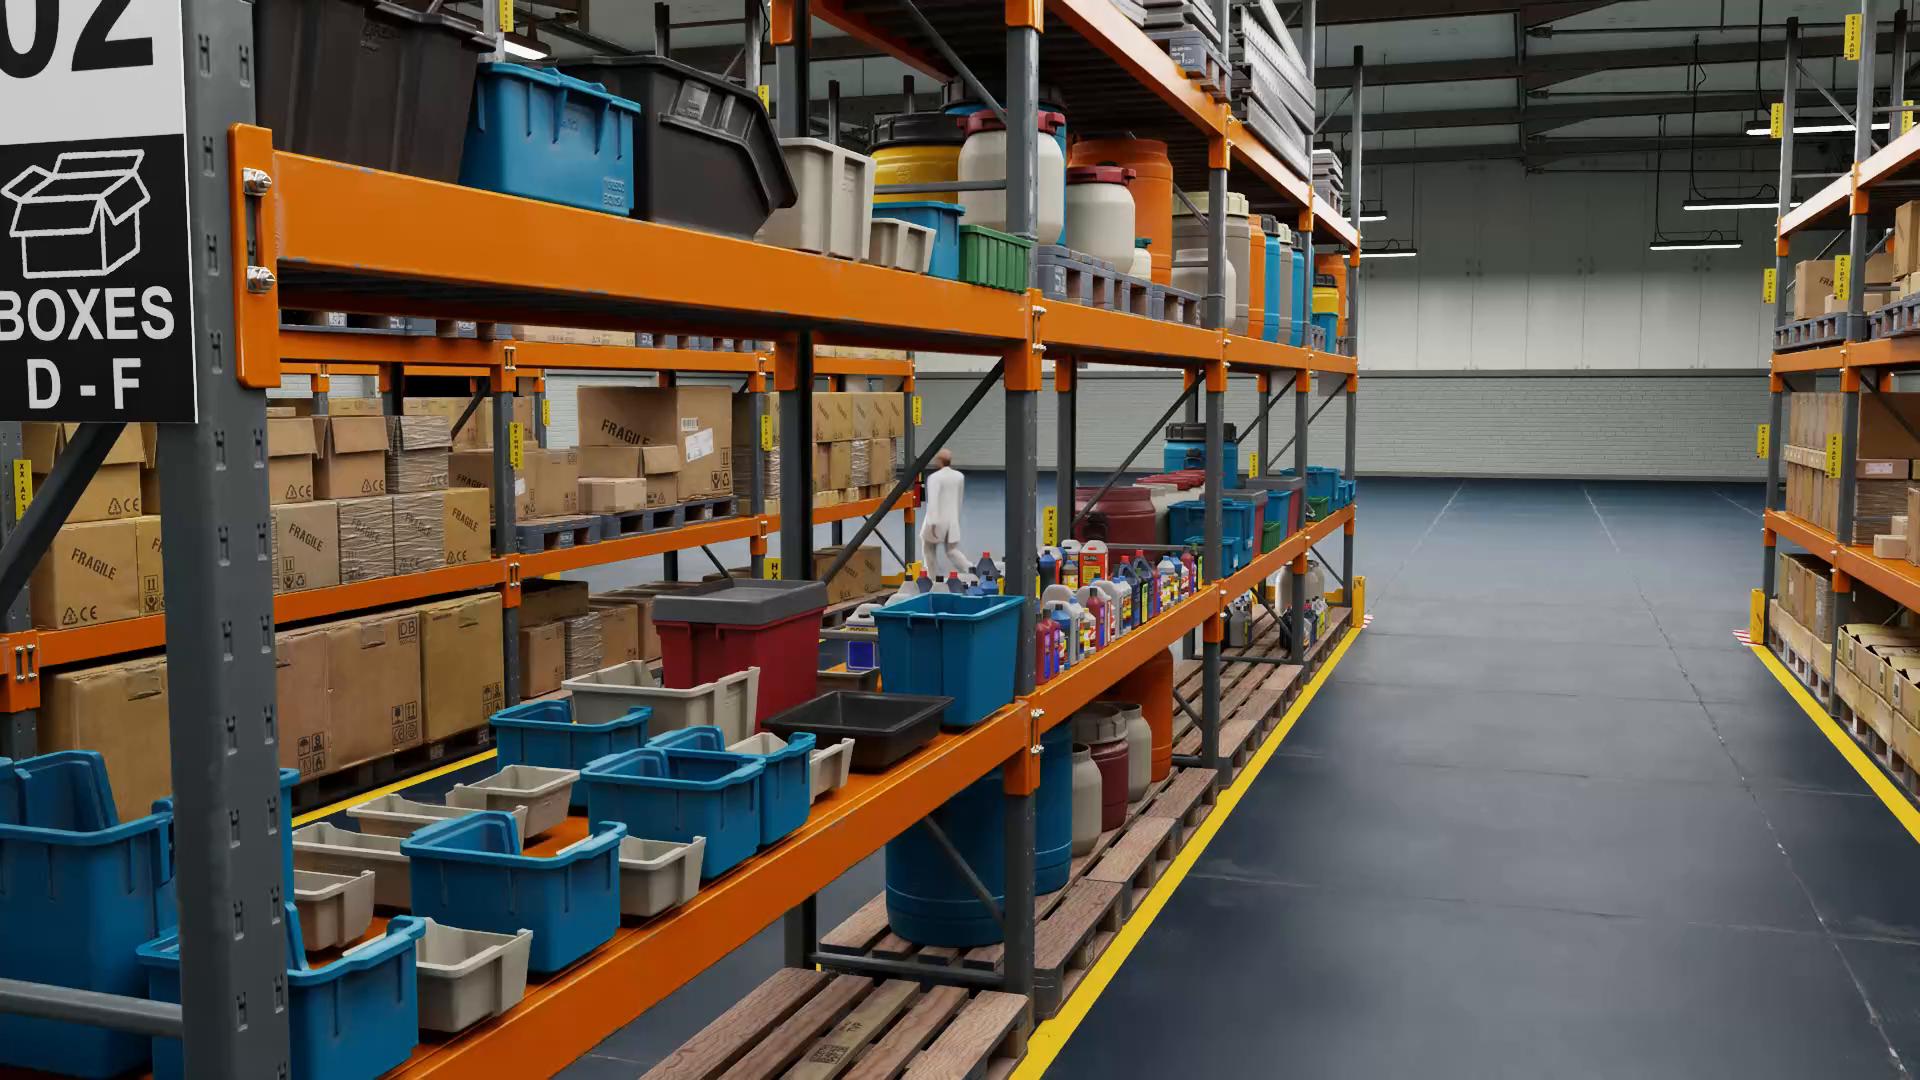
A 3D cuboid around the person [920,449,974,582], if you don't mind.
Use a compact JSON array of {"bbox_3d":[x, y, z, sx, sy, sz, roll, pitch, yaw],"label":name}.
[{"bbox_3d":[-0.191,-0.224,20.068,0.566,1.743,0.889,-4,6,-35],"label":"person"}]
